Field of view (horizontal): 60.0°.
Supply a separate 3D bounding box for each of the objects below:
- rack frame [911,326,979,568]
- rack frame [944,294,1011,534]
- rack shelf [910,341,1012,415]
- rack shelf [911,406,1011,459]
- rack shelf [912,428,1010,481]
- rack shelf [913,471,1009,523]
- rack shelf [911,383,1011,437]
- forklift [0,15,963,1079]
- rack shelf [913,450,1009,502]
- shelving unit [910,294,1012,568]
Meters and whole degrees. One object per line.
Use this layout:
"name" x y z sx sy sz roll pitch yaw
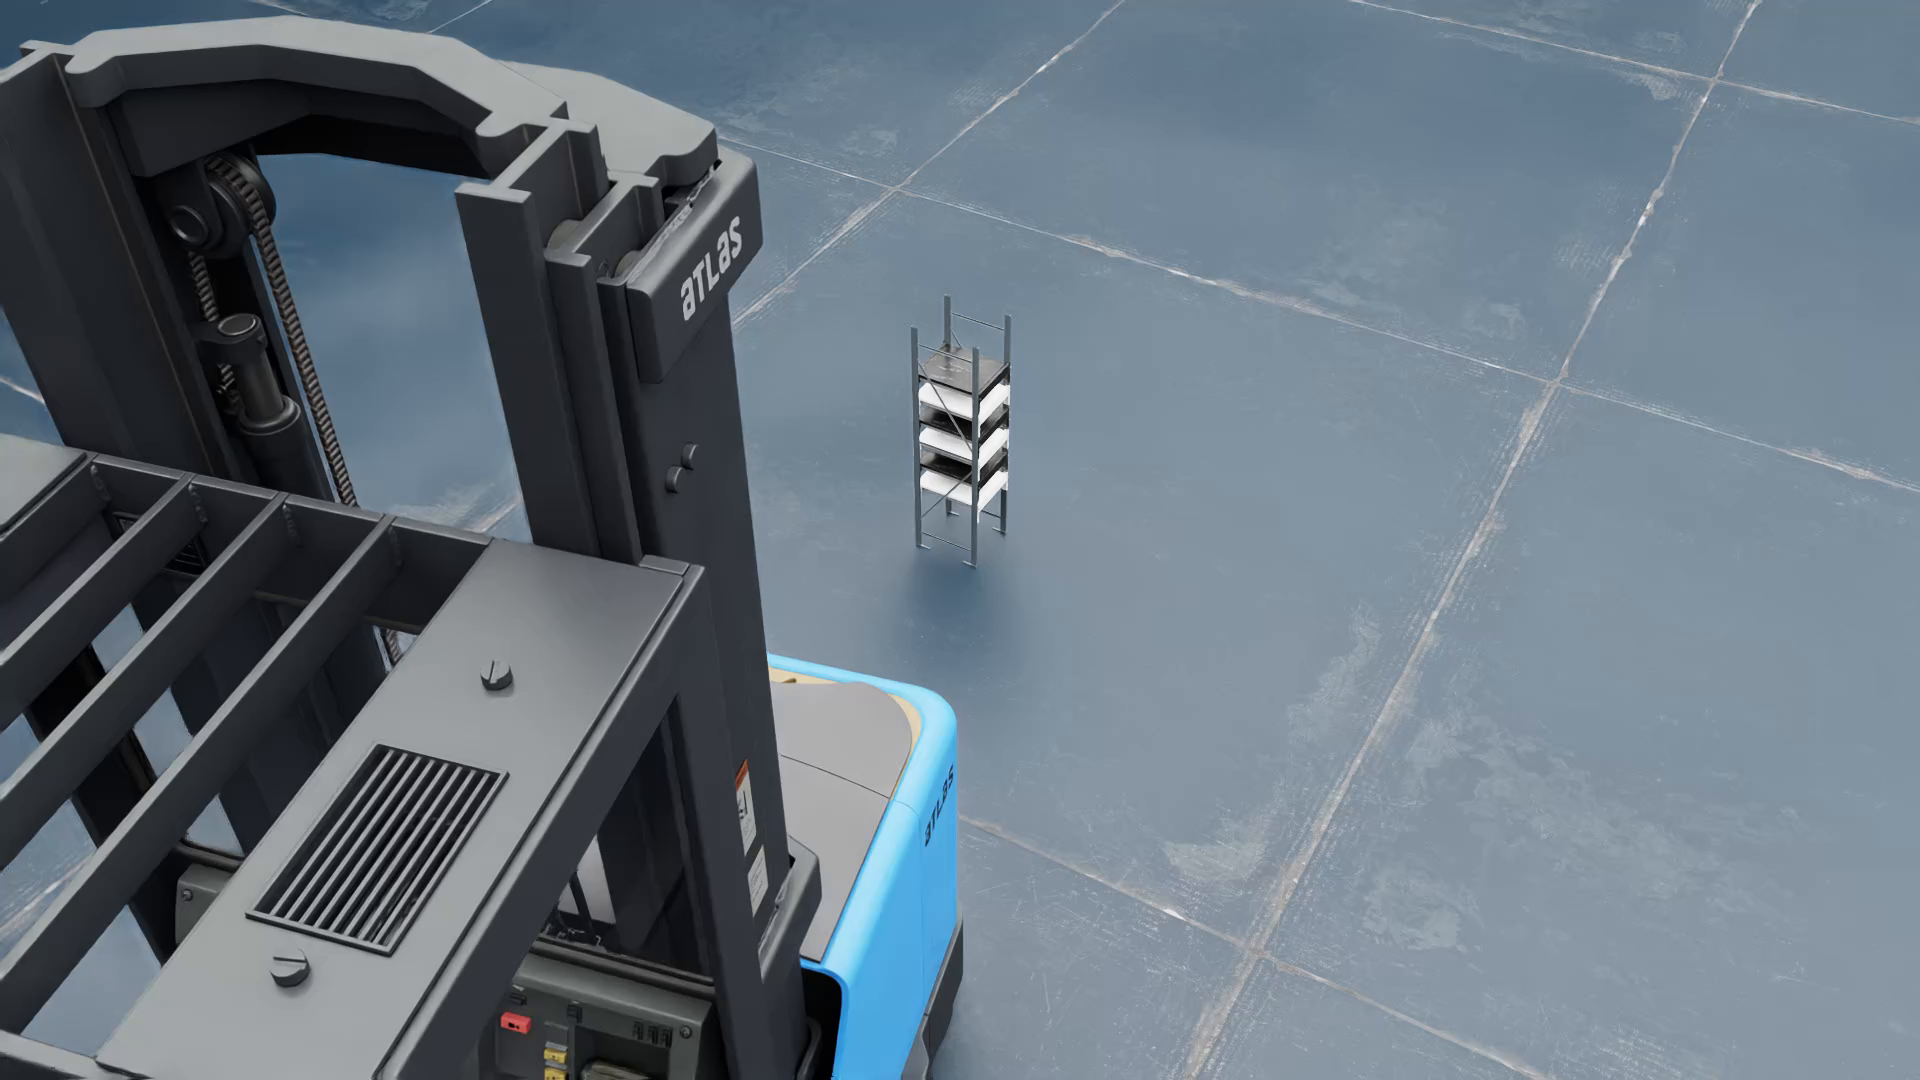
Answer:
"rack frame" -0.047 -0.284 5.392 0.240 0.900 0.006 21 45 22
"rack frame" 0.055 -0.401 5.524 0.240 0.900 0.006 21 45 22
"rack shelf" 0.004 -0.520 5.301 0.258 0.077 0.200 21 45 22
"rack shelf" 0.004 -0.385 5.420 0.258 0.077 0.200 21 45 22
"rack shelf" 0.004 -0.317 5.480 0.258 0.077 0.200 21 45 22
"rack shelf" 0.004 -0.182 5.599 0.258 0.077 0.200 21 45 22
"rack shelf" 0.004 -0.452 5.361 0.258 0.077 0.200 21 45 22
"forklift" -0.904 0.892 2.519 1.130 2.935 3.031 11 43 12
"rack shelf" 0.004 -0.250 5.539 0.258 0.077 0.200 21 45 22
"shelving unit" 0.004 -0.342 5.458 0.258 0.900 0.210 21 45 22
